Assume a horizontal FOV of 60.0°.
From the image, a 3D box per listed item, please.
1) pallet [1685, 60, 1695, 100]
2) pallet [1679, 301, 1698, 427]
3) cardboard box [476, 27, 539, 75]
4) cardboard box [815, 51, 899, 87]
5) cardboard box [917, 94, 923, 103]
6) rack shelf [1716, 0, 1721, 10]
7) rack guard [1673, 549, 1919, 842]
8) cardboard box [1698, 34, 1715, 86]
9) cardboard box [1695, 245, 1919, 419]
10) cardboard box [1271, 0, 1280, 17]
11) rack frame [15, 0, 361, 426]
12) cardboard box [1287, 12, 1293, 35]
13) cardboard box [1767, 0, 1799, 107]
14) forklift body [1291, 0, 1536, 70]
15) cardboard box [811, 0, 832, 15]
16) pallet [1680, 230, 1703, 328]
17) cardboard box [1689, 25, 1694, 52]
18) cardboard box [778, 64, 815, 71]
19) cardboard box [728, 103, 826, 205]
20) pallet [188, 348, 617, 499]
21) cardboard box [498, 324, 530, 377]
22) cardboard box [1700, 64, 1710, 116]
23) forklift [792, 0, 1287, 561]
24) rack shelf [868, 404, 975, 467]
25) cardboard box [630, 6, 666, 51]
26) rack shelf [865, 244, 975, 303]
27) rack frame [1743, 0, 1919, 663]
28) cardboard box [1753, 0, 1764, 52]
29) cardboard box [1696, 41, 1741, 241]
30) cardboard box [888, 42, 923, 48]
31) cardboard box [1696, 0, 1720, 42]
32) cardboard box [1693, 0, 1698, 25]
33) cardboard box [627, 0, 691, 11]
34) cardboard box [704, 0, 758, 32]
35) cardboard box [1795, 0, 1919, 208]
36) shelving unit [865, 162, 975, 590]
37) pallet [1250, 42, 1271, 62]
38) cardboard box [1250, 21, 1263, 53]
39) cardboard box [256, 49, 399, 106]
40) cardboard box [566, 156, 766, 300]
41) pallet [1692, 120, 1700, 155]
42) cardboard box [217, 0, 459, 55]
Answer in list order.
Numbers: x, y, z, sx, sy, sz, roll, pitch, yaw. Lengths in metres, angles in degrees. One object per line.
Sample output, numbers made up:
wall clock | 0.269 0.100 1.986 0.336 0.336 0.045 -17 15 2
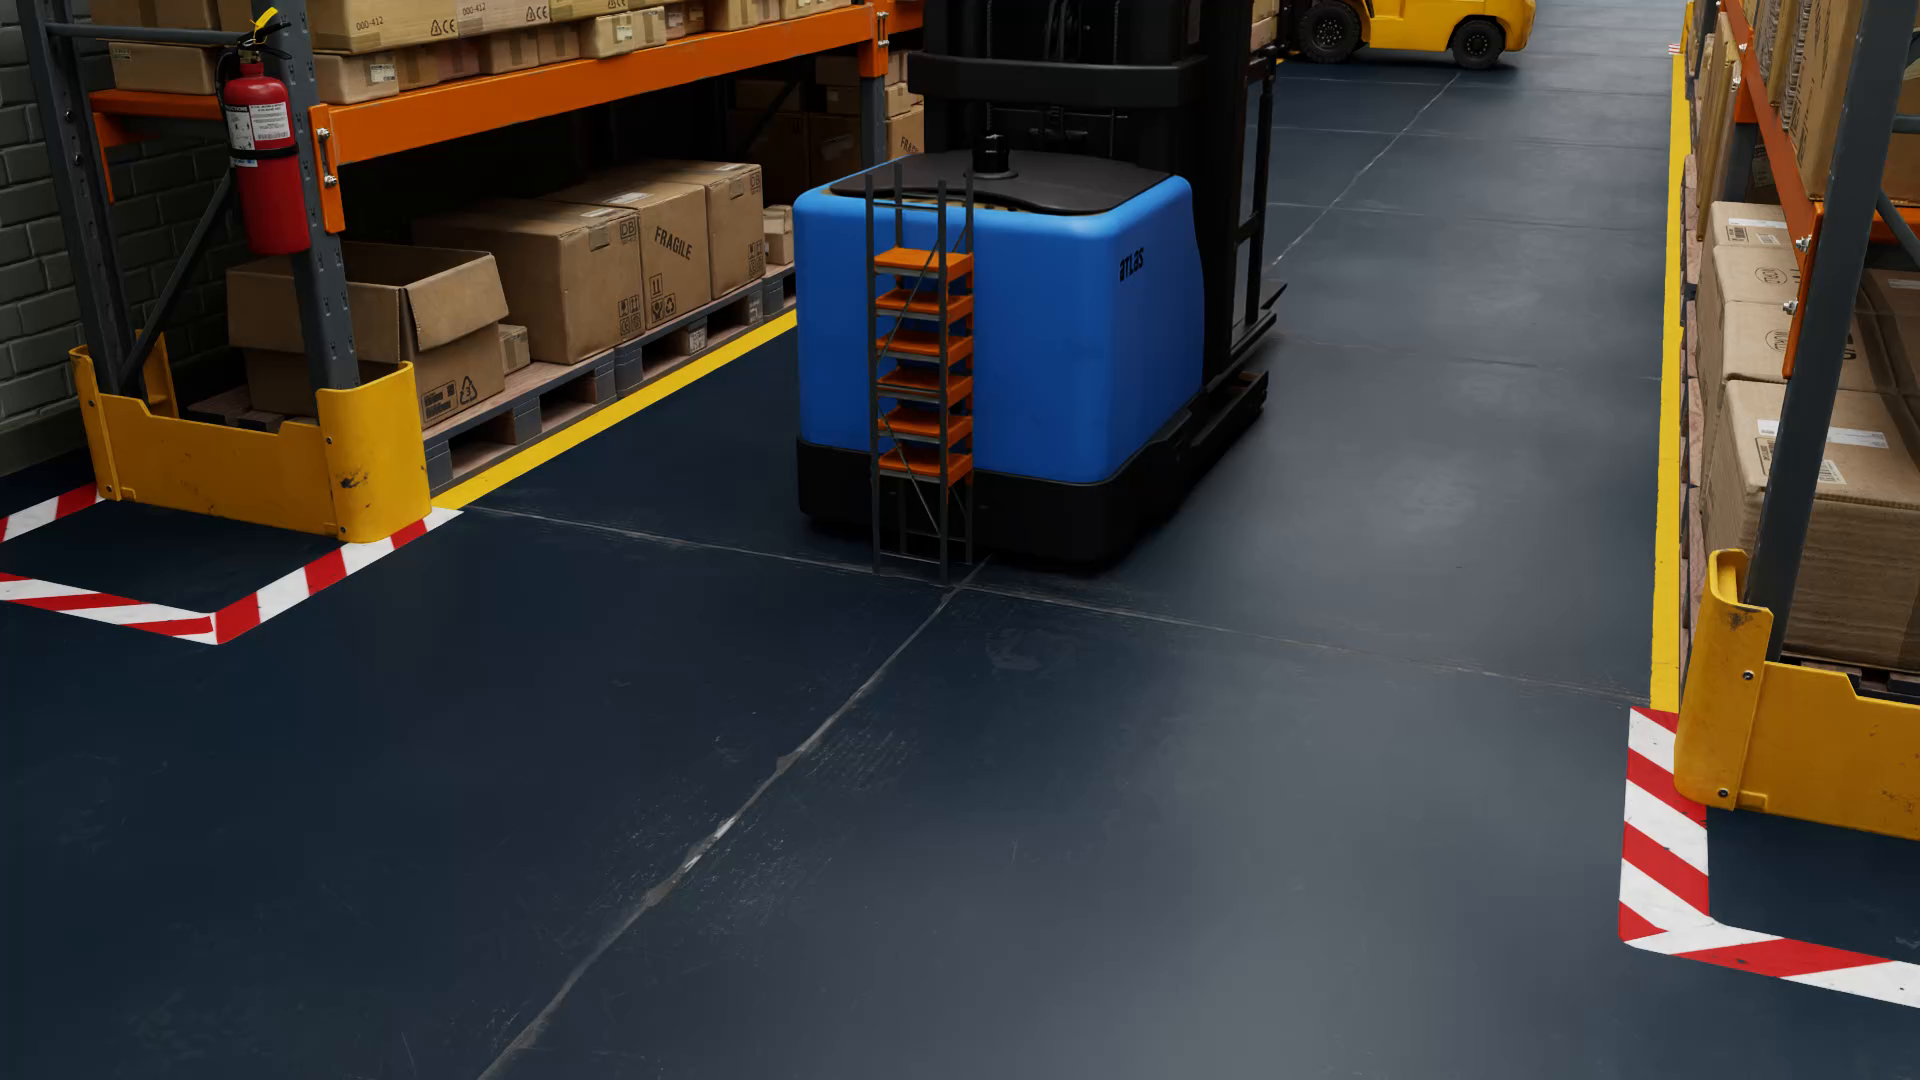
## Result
pallet | 6.931 -4.027 14.616 1.003 0.211 1.213 9 24 20
pallet | 3.388 -0.657 6.550 1.003 0.211 1.213 9 24 20
cardboard box | -1.708 -1.724 5.811 0.380 0.149 0.250 10 25 22
cardboard box | -0.543 -2.490 8.791 0.380 0.149 0.250 8 24 19
cardboard box | -0.371 -2.548 9.315 0.380 0.149 0.250 7 24 17
rack shelf | 5.972 -4.020 11.916 1.077 0.370 4.000 9 24 20
rack guard | 2.248 0.388 3.671 1.175 0.500 0.348 9 24 20
cardboard box | 6.522 -3.861 13.466 0.950 0.372 0.625 9 24 21
cardboard box | 3.078 -0.687 5.782 0.875 0.438 0.875 8 24 18
cardboard box | 2.954 -5.420 16.709 0.500 0.250 0.500 9 24 20
rack frame | -2.353 -1.483 4.908 1.000 3.000 0.127 9 24 20
cardboard box | 3.150 -5.377 17.253 0.500 0.250 0.500 10 25 22
cardboard box | 2.753 -1.580 5.011 0.500 0.500 0.500 10 24 22
forklift body | 4.580 -5.877 16.530 2.313 2.155 1.214 9 24 20
cardboard box | -0.827 -2.552 7.793 0.380 0.149 0.250 9 24 21
pallet | 3.960 -1.205 7.861 1.003 0.211 1.213 9 24 20
cardboard box | 7.257 -4.797 15.864 0.500 0.250 0.500 11 25 24
cardboard box | -0.823 -2.610 9.464 0.380 0.149 0.250 9 24 21
cardboard box | -0.959 -2.173 9.258 0.500 0.500 0.500 9 24 20
pallet | -2.029 -0.509 6.194 1.003 0.211 1.213 9 24 20
cardboard box | -1.843 -0.713 6.219 0.380 0.149 0.250 8 24 18
cardboard box | 5.715 -3.084 11.605 0.950 0.372 0.625 8 24 19
forklift | 0.543 -1.826 5.820 1.130 2.935 3.031 10 25 22
rack shelf | -0.111 -0.308 4.856 0.258 0.103 0.180 10 25 22
cardboard box | -1.372 -1.996 6.464 0.380 0.149 0.250 9 24 21
rack shelf | -0.111 -0.751 4.671 0.258 0.103 0.180 10 25 22
rack frame | 2.257 -0.774 3.210 1.000 3.000 0.127 9 24 20
cardboard box | 3.326 -2.121 6.306 0.500 0.500 0.500 10 25 22
cardboard box | 4.227 -1.976 8.301 0.875 0.875 0.875 10 24 22
cardboard box | -0.295 -3.073 10.572 0.380 0.149 0.250 9 24 20
cardboard box | 6.685 -4.589 14.394 0.500 0.500 0.500 8 24 19
cardboard box | 7.252 -5.147 15.729 0.500 0.500 0.500 9 24 21
cardboard box | -1.391 -2.223 6.489 0.500 0.250 0.500 8 24 19
cardboard box | -1.093 -2.270 7.119 0.380 0.149 0.250 8 24 19
cardboard box | 2.191 -1.030 3.695 0.500 0.500 0.500 9 24 20
shelving unit | -0.111 -0.459 4.793 0.258 1.200 0.189 10 25 22
pallet | 2.439 -4.769 16.393 1.003 0.211 1.213 9 24 20
cardboard box | 2.592 -4.828 15.939 0.500 0.250 0.500 9 24 21
cardboard box | -1.976 -1.445 5.144 0.380 0.149 0.250 9 24 20
cardboard box | -1.298 -1.400 7.409 0.700 0.500 0.500 8 24 18
pallet | 5.521 -2.629 11.270 1.003 0.211 1.213 9 24 20
cardboard box | -1.934 -1.675 5.176 0.500 0.250 0.500 9 24 20
